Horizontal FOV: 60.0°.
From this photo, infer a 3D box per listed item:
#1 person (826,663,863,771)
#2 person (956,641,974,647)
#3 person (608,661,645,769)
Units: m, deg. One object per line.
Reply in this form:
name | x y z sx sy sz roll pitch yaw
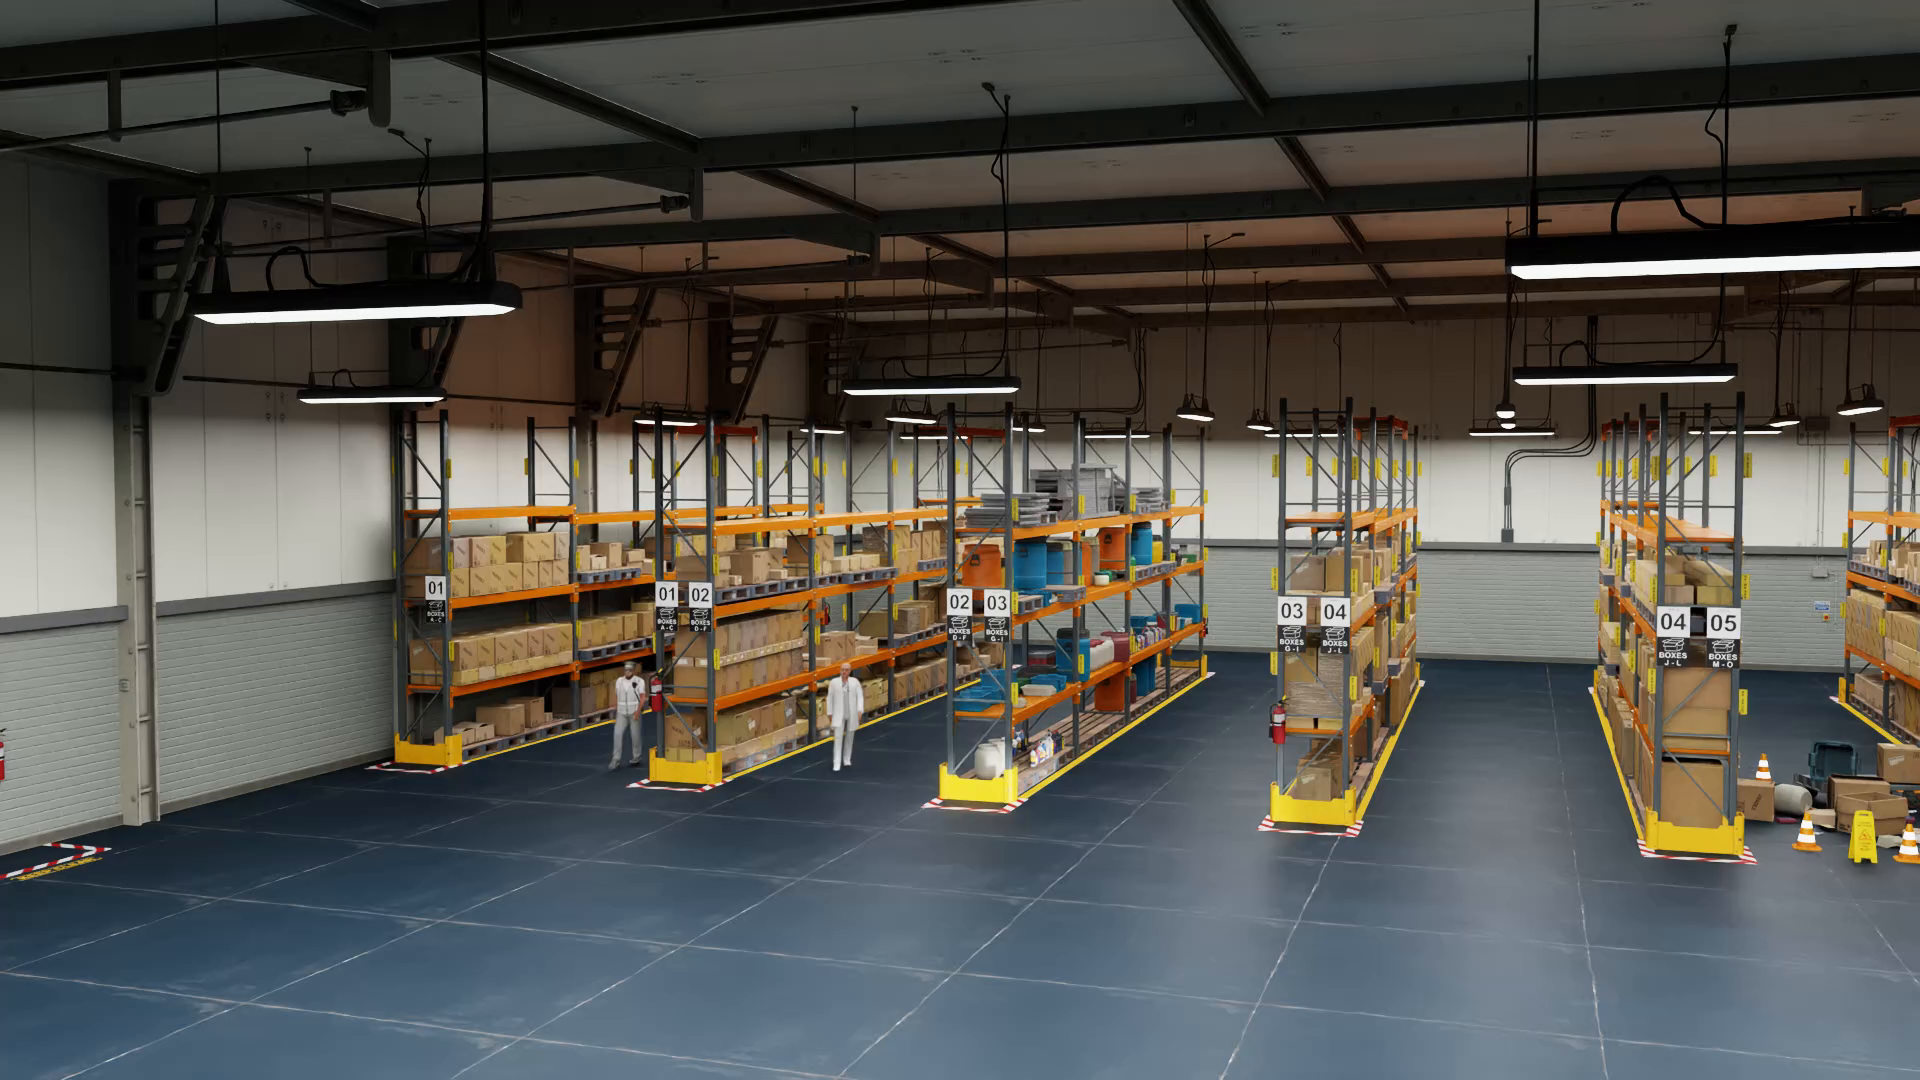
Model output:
person | -1.898 2.925 27.668 0.585 1.746 0.975 -1 3 -14
person | 0.102 2.240 43.833 0.628 1.791 0.904 1 3 28
person | -5.587 2.921 27.966 0.561 1.755 0.781 0 2 0
